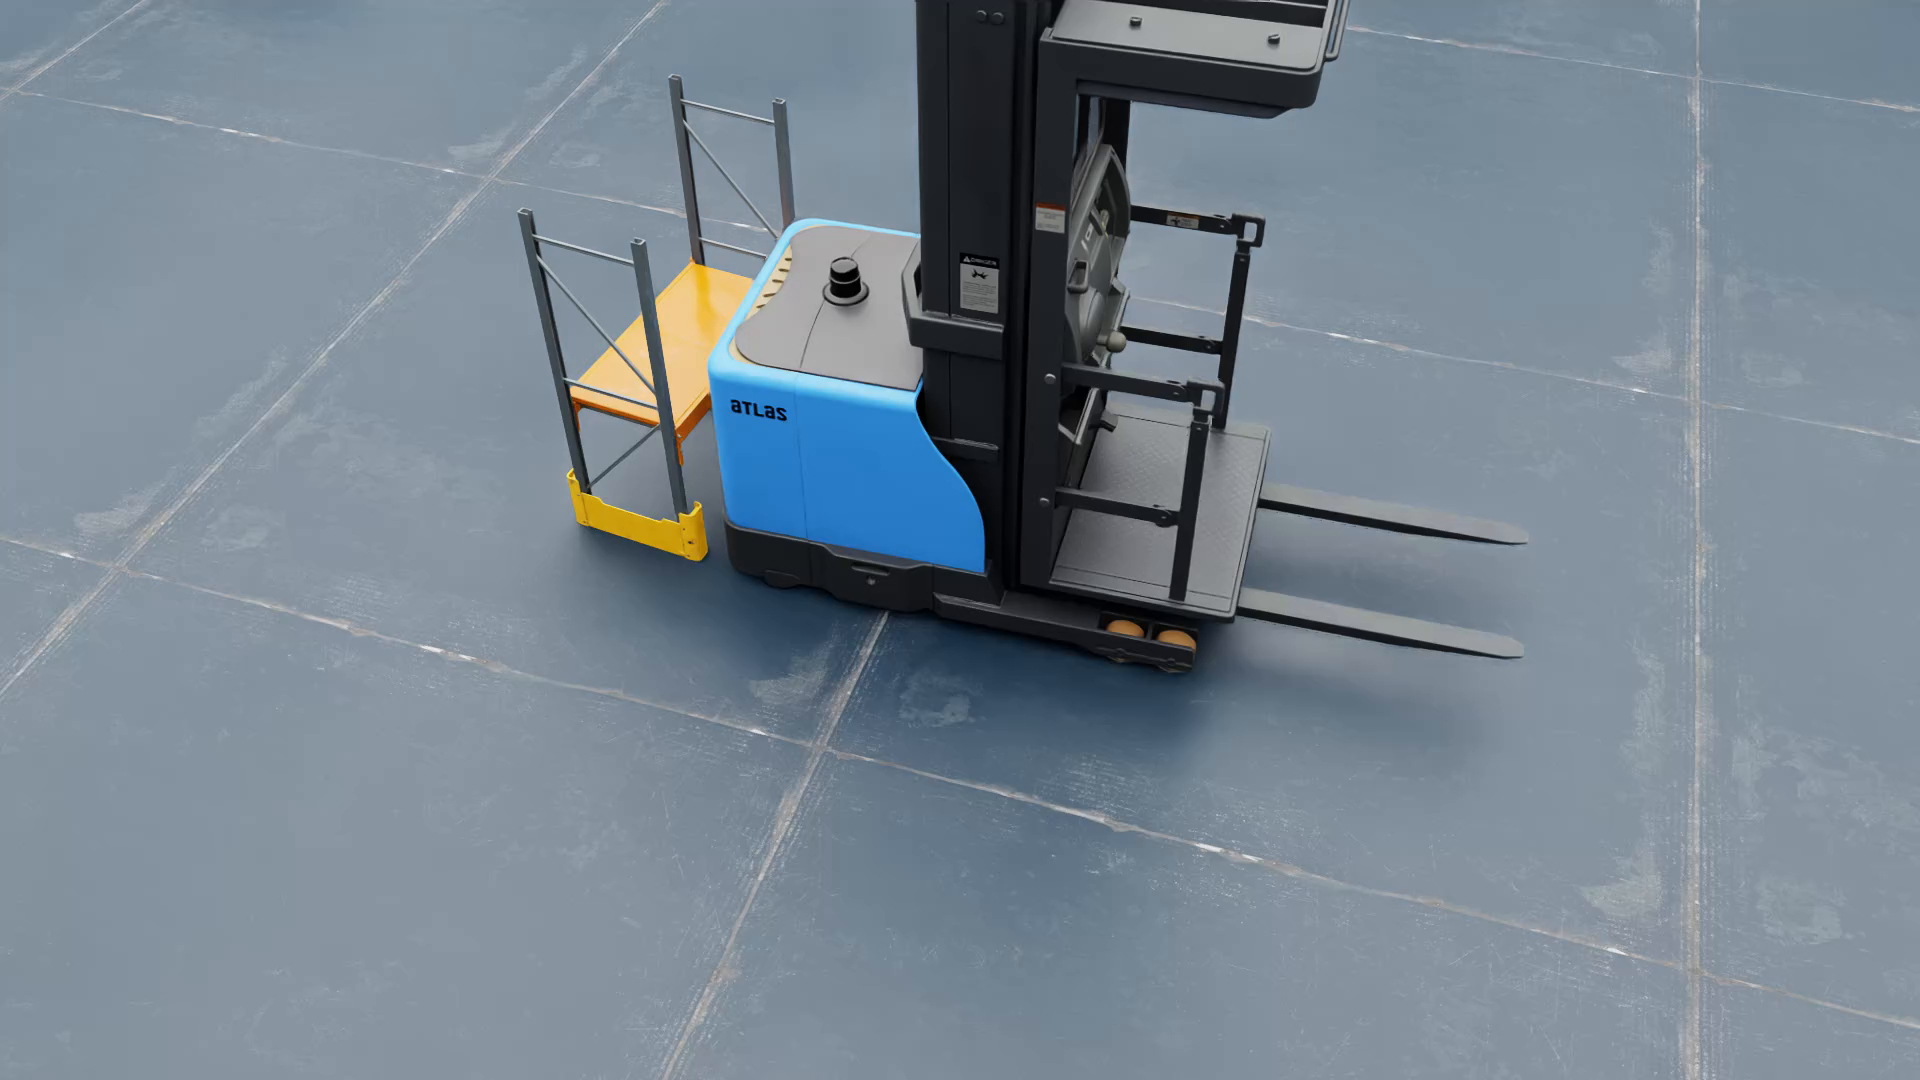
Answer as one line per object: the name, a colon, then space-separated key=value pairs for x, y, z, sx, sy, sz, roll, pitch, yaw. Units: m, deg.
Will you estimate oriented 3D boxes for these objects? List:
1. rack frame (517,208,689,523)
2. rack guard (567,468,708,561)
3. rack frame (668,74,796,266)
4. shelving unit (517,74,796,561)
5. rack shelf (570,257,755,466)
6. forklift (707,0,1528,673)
rack frame: x=-1.303 y=-0.542 z=6.232 sx=0.500 sy=1.500 sz=0.032 roll=17 pitch=47 yaw=17
rack guard: x=-1.295 y=-0.108 z=6.682 sx=0.587 sy=0.250 sz=0.087 roll=17 pitch=47 yaw=17
rack frame: x=-0.896 y=-1.194 z=6.898 sx=0.500 sy=1.500 sz=0.032 roll=17 pitch=47 yaw=17
shelving unit: x=-1.096 y=-0.874 z=6.571 sx=0.587 sy=1.500 sz=1.083 roll=17 pitch=47 yaw=17
rack shelf: x=-1.099 y=-0.740 z=6.691 sx=0.538 sy=0.185 sz=1.000 roll=17 pitch=47 yaw=17
forklift: x=0.659 y=-0.965 z=5.640 sx=3.031 sy=2.935 sz=1.130 roll=11 pitch=45 yaw=11
